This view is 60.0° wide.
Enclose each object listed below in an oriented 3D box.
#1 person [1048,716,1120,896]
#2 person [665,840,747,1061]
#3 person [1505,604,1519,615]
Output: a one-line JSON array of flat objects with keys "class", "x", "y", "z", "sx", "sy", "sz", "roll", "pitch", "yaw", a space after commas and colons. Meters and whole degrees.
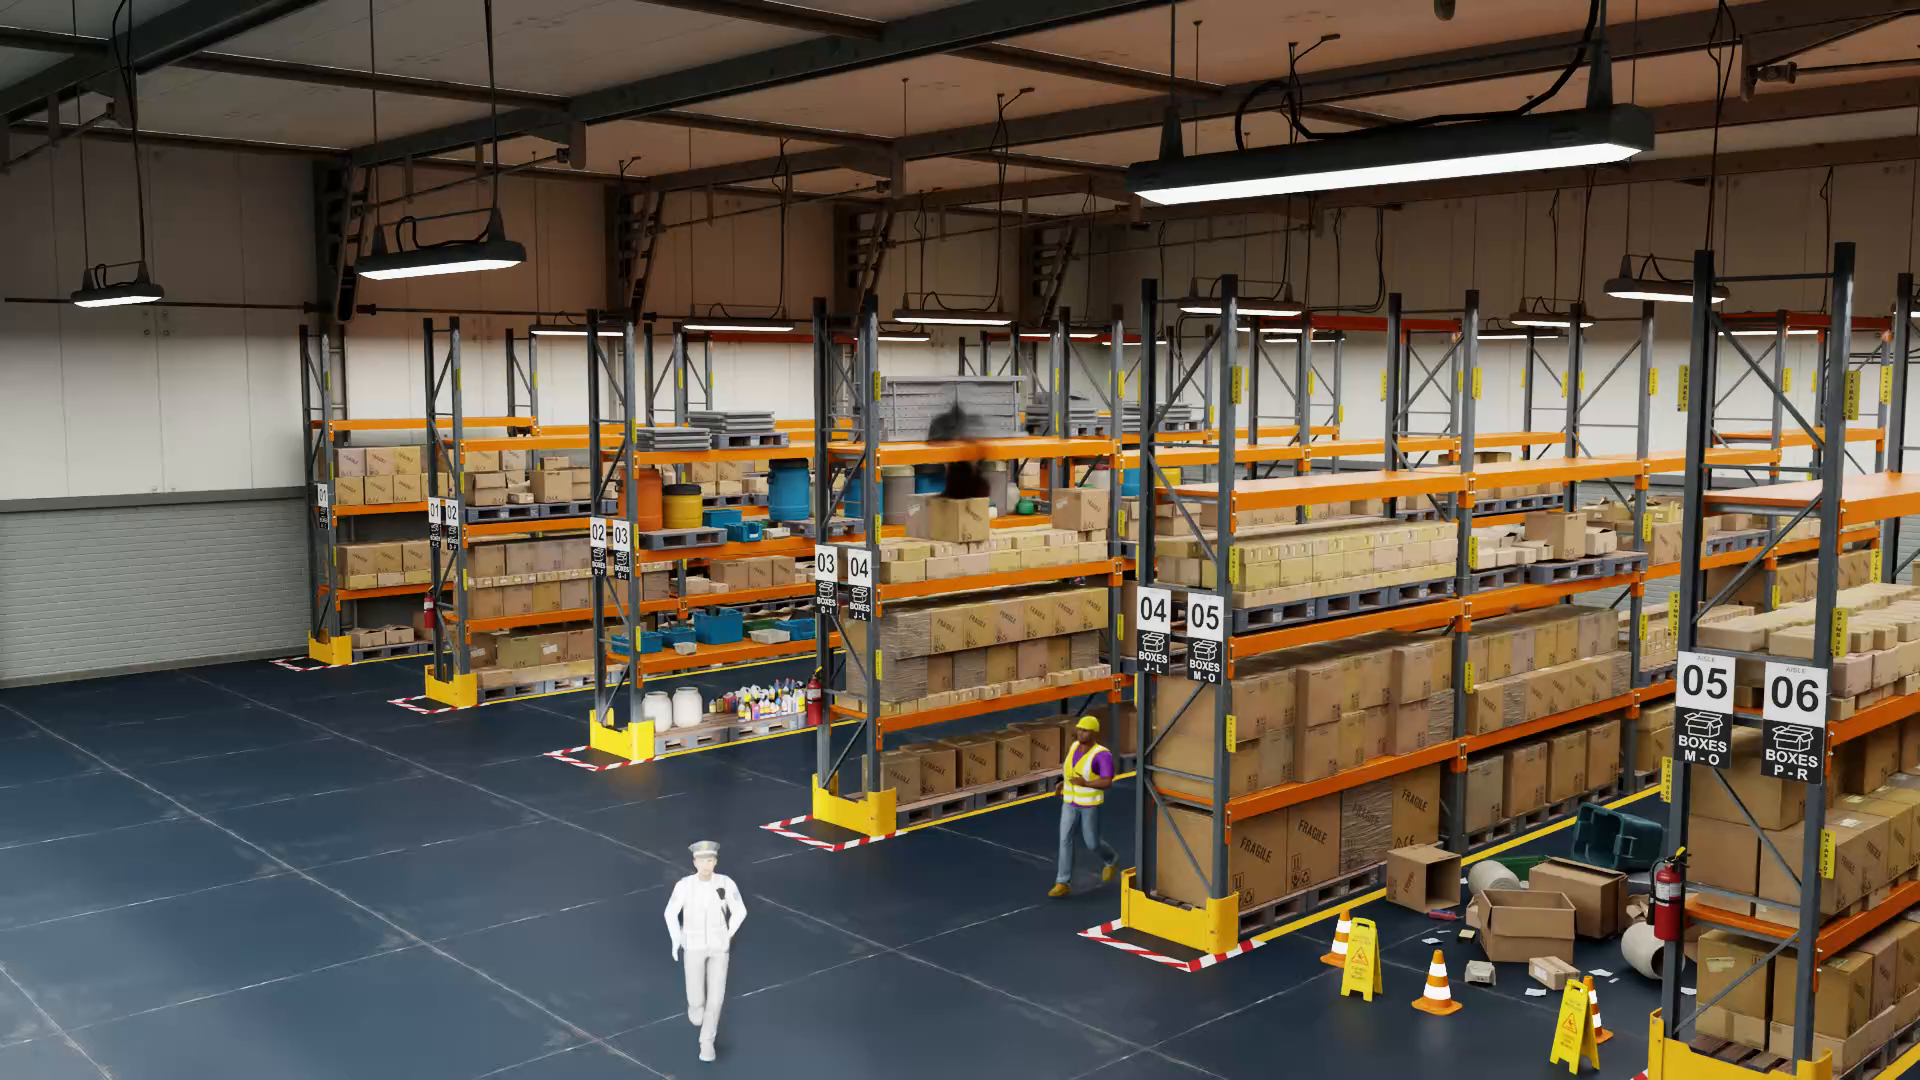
[{"class": "person", "x": 1.210, "y": 2.615, "z": 16.504, "sx": 0.707, "sy": 1.744, "sz": 0.941, "roll": 5, "pitch": 8, "yaw": 42}, {"class": "person", "x": -1.927, "y": 3.078, "z": 12.639, "sx": 0.615, "sy": 1.657, "sz": 0.555, "roll": -1, "pitch": 6, "yaw": -11}, {"class": "person", "x": 8.494, "y": 1.771, "z": 25.744, "sx": 0.504, "sy": 1.644, "sz": 0.711, "roll": 5, "pitch": 8, "yaw": 42}]
